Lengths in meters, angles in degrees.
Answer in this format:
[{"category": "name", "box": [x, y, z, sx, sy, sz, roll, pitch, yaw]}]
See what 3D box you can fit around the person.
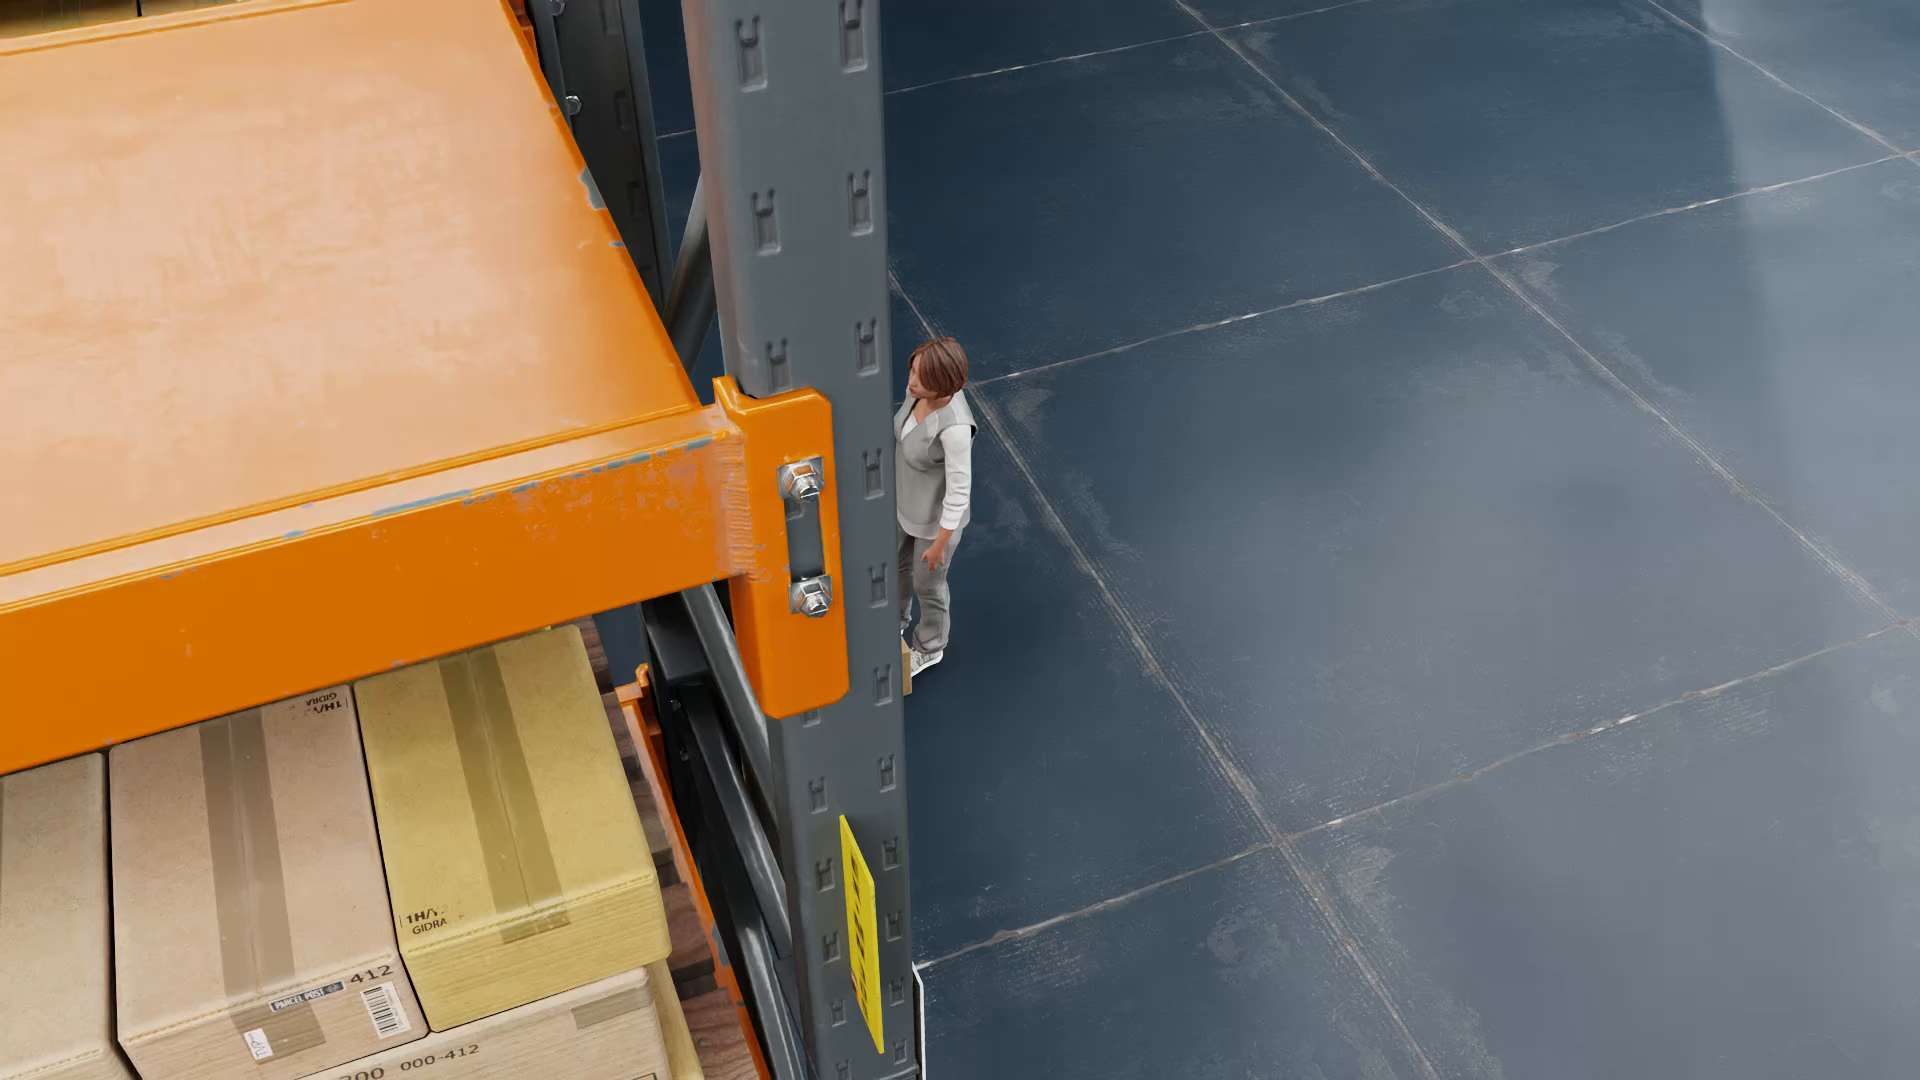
[{"category": "person", "box": [-0.199, -0.093, 6.255, 0.474, 1.598, 0.519, -15, 45, -16]}]
